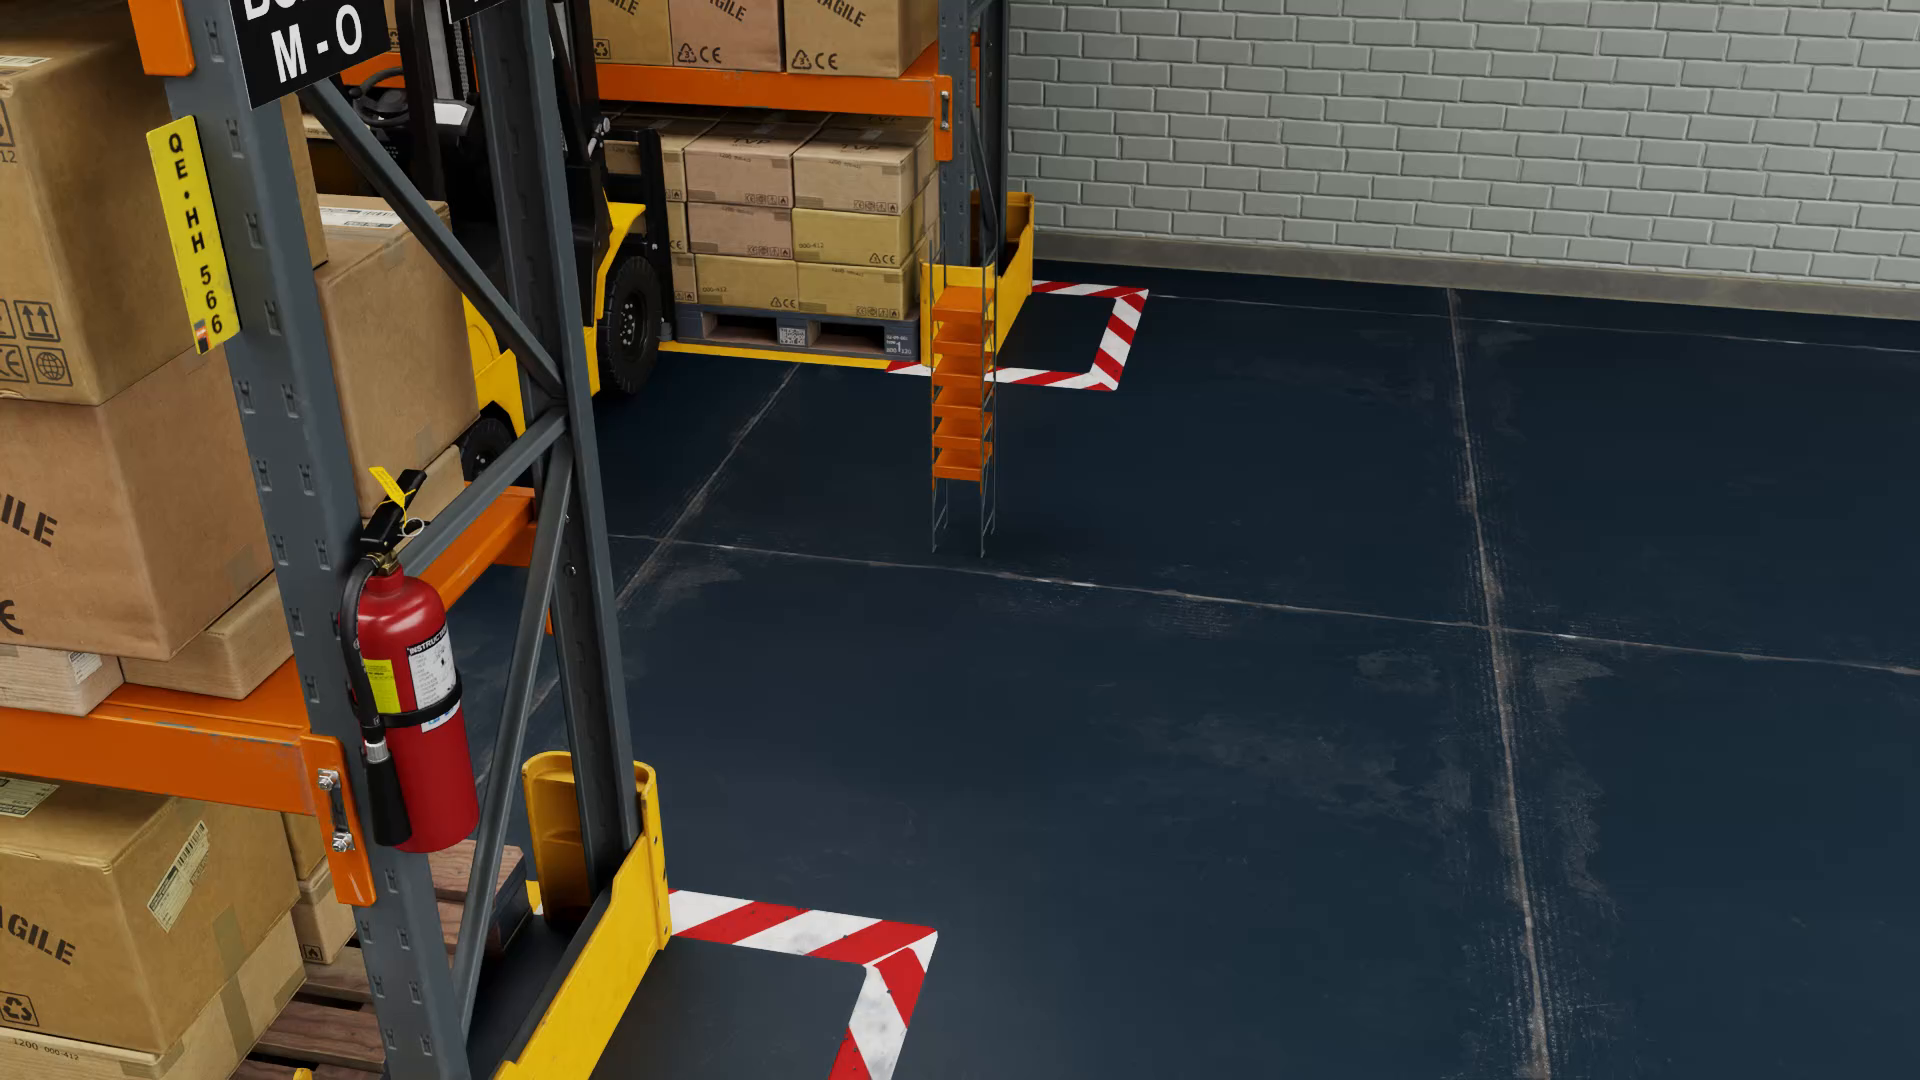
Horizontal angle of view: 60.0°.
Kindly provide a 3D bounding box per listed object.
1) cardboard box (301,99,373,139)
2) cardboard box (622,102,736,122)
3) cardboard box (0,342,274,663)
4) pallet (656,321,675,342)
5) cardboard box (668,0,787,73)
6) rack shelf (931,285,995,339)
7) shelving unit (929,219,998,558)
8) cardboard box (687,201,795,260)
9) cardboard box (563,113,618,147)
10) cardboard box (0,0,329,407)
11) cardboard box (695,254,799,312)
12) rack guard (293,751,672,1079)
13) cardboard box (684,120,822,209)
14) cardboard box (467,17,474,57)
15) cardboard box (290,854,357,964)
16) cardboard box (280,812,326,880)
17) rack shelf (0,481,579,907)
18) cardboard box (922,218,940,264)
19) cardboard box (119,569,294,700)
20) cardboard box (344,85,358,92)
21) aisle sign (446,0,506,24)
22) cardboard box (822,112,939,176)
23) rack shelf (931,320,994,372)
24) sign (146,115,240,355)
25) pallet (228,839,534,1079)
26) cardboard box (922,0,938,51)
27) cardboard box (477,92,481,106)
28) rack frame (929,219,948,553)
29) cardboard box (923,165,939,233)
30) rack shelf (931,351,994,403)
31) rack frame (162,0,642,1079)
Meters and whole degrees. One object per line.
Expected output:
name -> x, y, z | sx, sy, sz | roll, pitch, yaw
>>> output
cardboard box -> -2.934, -1.944, 8.062 | 0.500, 0.250, 0.500 | 6, 29, 11
cardboard box -> -1.335, -2.035, 8.229 | 0.500, 0.250, 0.500 | 6, 29, 10
cardboard box -> -1.549, -0.146, 2.979 | 0.500, 0.500, 0.500 | 5, 29, 10
pallet -> -1.874, -1.335, 8.469 | 1.213, 0.211, 1.003 | 6, 29, 11
cardboard box -> -0.970, -2.404, 7.414 | 0.500, 0.500, 0.500 | 7, 29, 12
rack shelf -> 0.014, -0.802, 5.808 | 0.180, 0.103, 0.258 | 6, 29, 11
shelving unit -> 0.014, -0.525, 5.959 | 0.189, 1.200, 0.258 | 6, 29, 11
cardboard box -> -0.958, -1.533, 7.832 | 0.500, 0.250, 0.500 | 6, 29, 10
cardboard box -> -1.934, -1.843, 7.878 | 0.500, 0.250, 0.500 | 5, 29, 10
cardboard box -> -1.506, -0.608, 2.782 | 0.500, 0.500, 0.700 | 5, 29, 9
cardboard box -> -0.938, -1.309, 7.944 | 0.500, 0.250, 0.500 | 6, 29, 11
rack guard -> -1.035, 1.042, 3.826 | 0.348, 0.500, 1.175 | 6, 29, 11
cardboard box -> -0.944, -1.743, 7.695 | 0.500, 0.250, 0.500 | 6, 29, 11
cardboard box -> -1.965, -2.501, 7.590 | 0.500, 0.500, 0.500 | 6, 29, 11
cardboard box -> -1.692, 0.764, 4.156 | 0.500, 0.250, 0.500 | 6, 29, 10
cardboard box -> -1.716, 0.433, 3.980 | 0.500, 0.500, 0.500 | 5, 29, 9
rack shelf -> -2.917, 0.068, 3.751 | 4.000, 0.370, 1.077 | 6, 29, 11
cardboard box -> -0.368, -1.497, 8.287 | 0.500, 0.250, 0.500 | 6, 29, 11
cardboard box -> -1.371, 0.126, 3.157 | 0.250, 0.149, 0.380 | 7, 29, 12
cardboard box -> -3.318, -2.237, 8.598 | 0.500, 0.250, 0.500 | 6, 29, 12
aisle sign -> -0.836, -1.326, 2.842 | 0.004, 0.787, 0.394 | 6, 29, 11
cardboard box -> -0.359, -1.932, 8.040 | 0.500, 0.250, 0.500 | 5, 29, 10
rack shelf -> 0.014, -0.696, 5.865 | 0.180, 0.103, 0.258 | 6, 29, 11
sign -> -1.097, -0.435, 2.385 | 0.005, 0.325, 0.100 | 6, 29, 11
pallet -> -1.822, 1.071, 4.074 | 1.213, 0.211, 1.003 | 6, 29, 11
cardboard box -> -0.355, -2.602, 7.775 | 0.500, 0.500, 0.500 | 7, 29, 12
cardboard box -> -2.328, -2.137, 8.414 | 0.500, 0.250, 0.500 | 6, 29, 11
rack frame -> -0.075, -0.534, 5.976 | 0.006, 1.200, 0.240 | 6, 29, 11
cardboard box -> -0.345, -1.720, 8.174 | 0.500, 0.250, 0.500 | 6, 29, 11
rack shelf -> 0.014, -0.591, 5.923 | 0.180, 0.103, 0.258 | 6, 29, 11
rack frame -> -0.961, -0.047, 3.212 | 0.127, 3.000, 1.000 | 6, 29, 11
